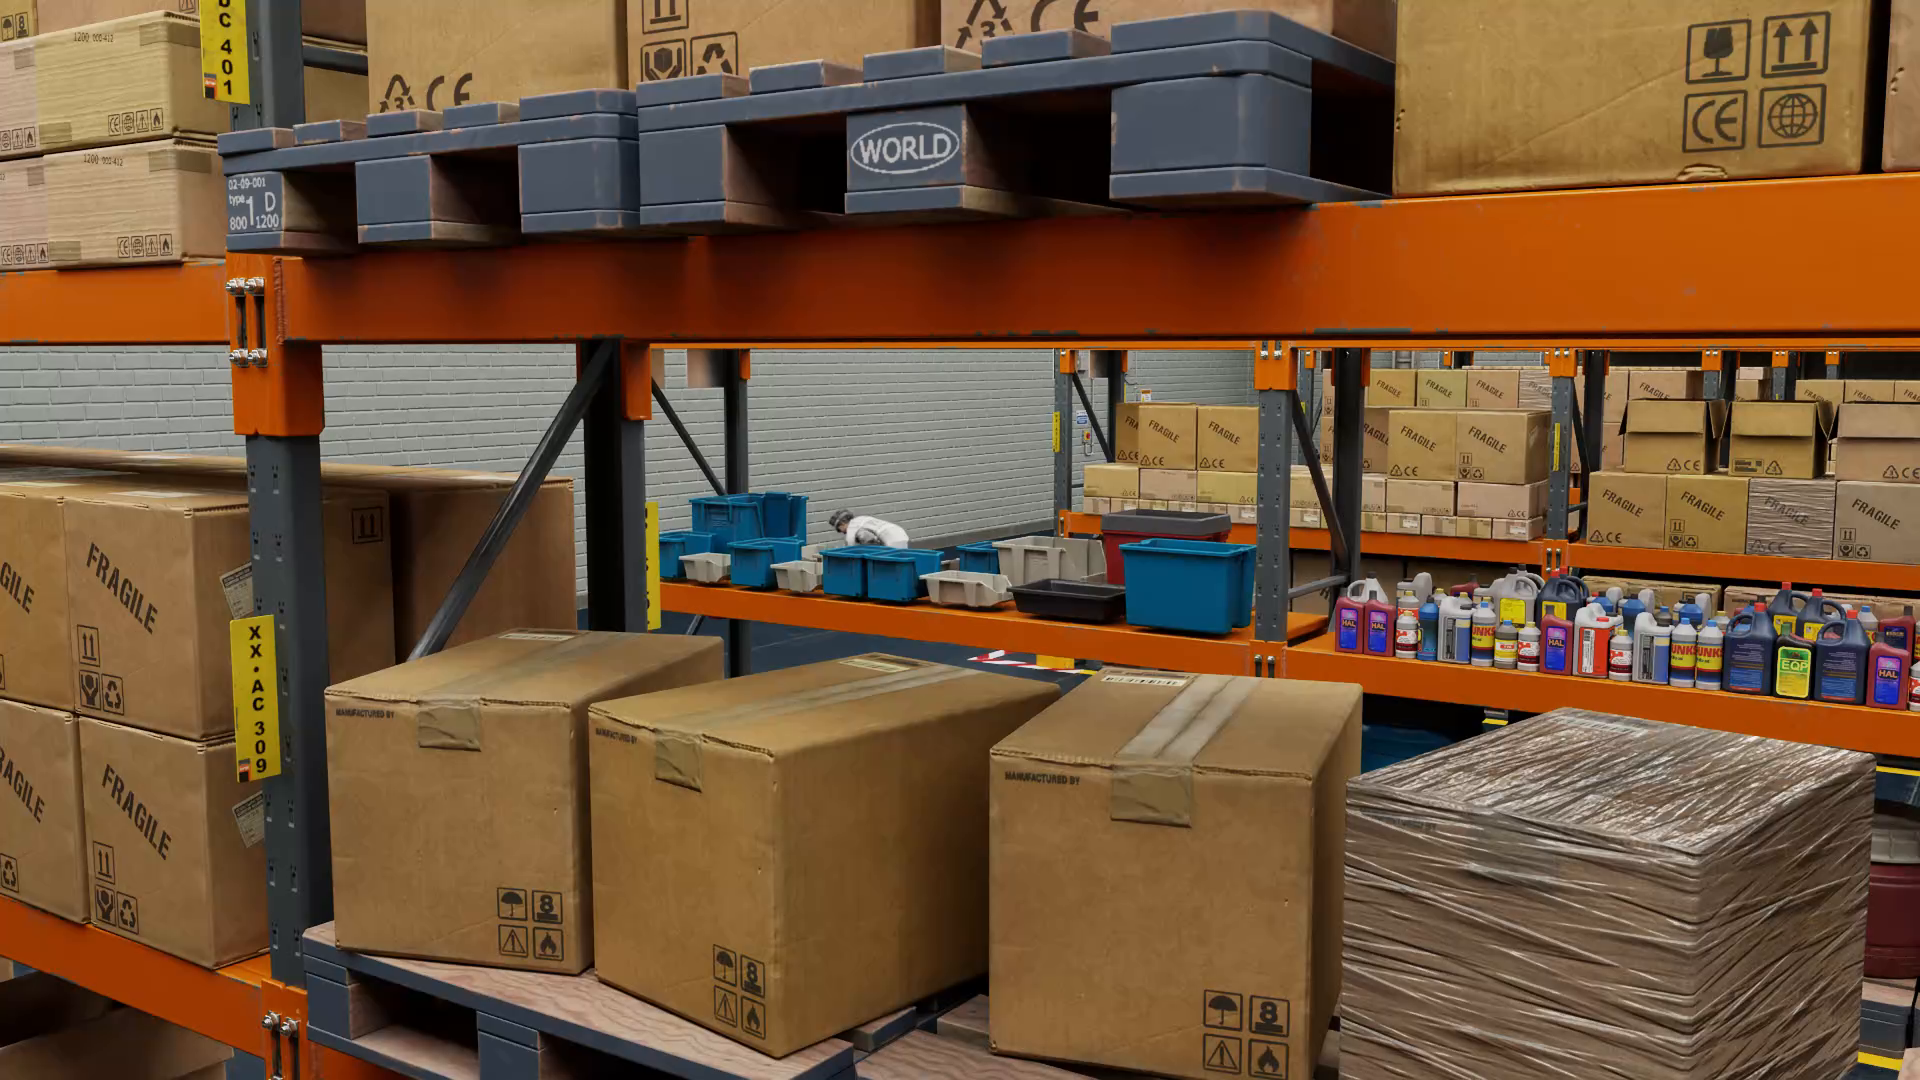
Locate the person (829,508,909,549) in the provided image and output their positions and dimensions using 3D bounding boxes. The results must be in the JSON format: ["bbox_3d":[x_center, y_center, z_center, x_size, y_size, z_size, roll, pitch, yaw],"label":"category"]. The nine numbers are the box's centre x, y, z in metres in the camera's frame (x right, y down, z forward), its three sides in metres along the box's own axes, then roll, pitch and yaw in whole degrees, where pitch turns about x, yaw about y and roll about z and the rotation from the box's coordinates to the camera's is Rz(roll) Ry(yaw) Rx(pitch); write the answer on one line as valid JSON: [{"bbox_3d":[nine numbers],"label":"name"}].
[{"bbox_3d":[-0.981,0.162,17.655,0.908,0.980,0.469,4,8,31],"label":"person"}]
